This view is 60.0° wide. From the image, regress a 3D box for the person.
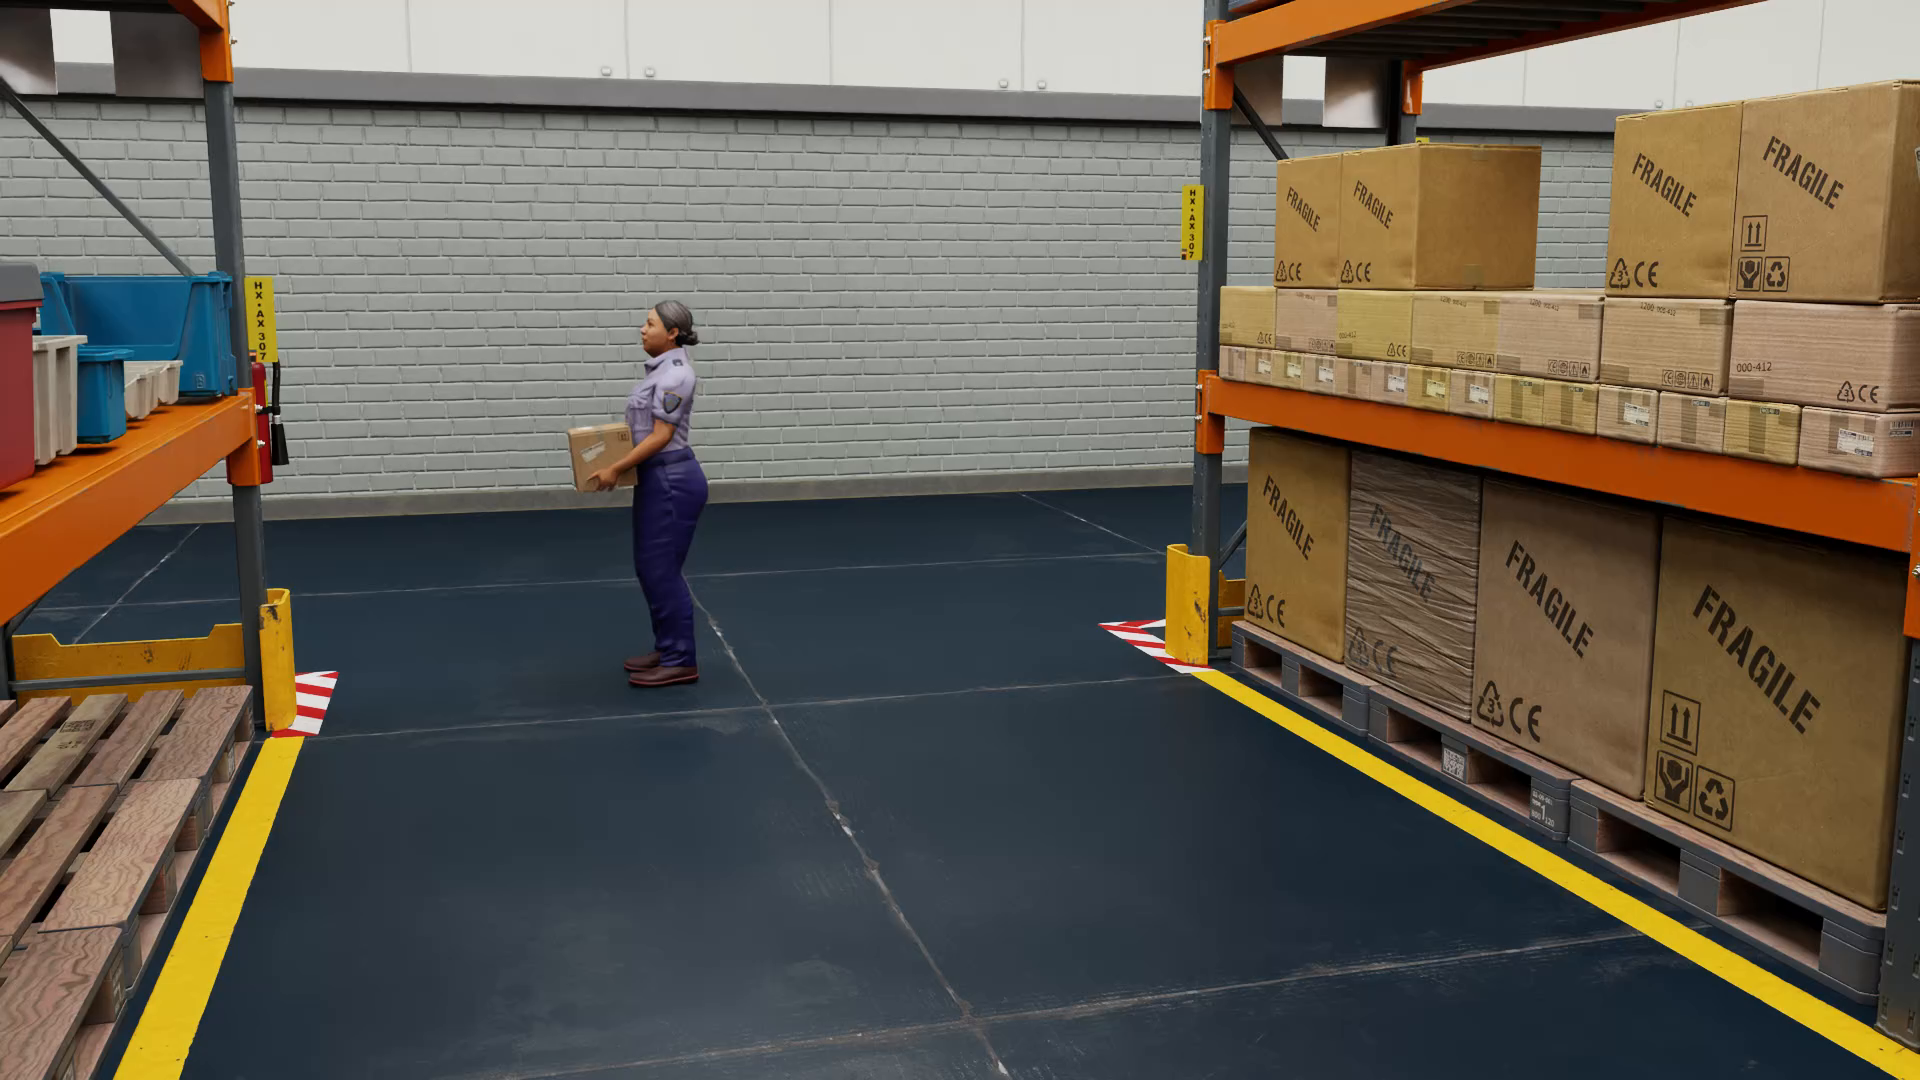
[{"bbox_3d":[-1.355,-0.200,7.181,0.515,1.631,0.465,-3,10,-16],"label":"person"}]
